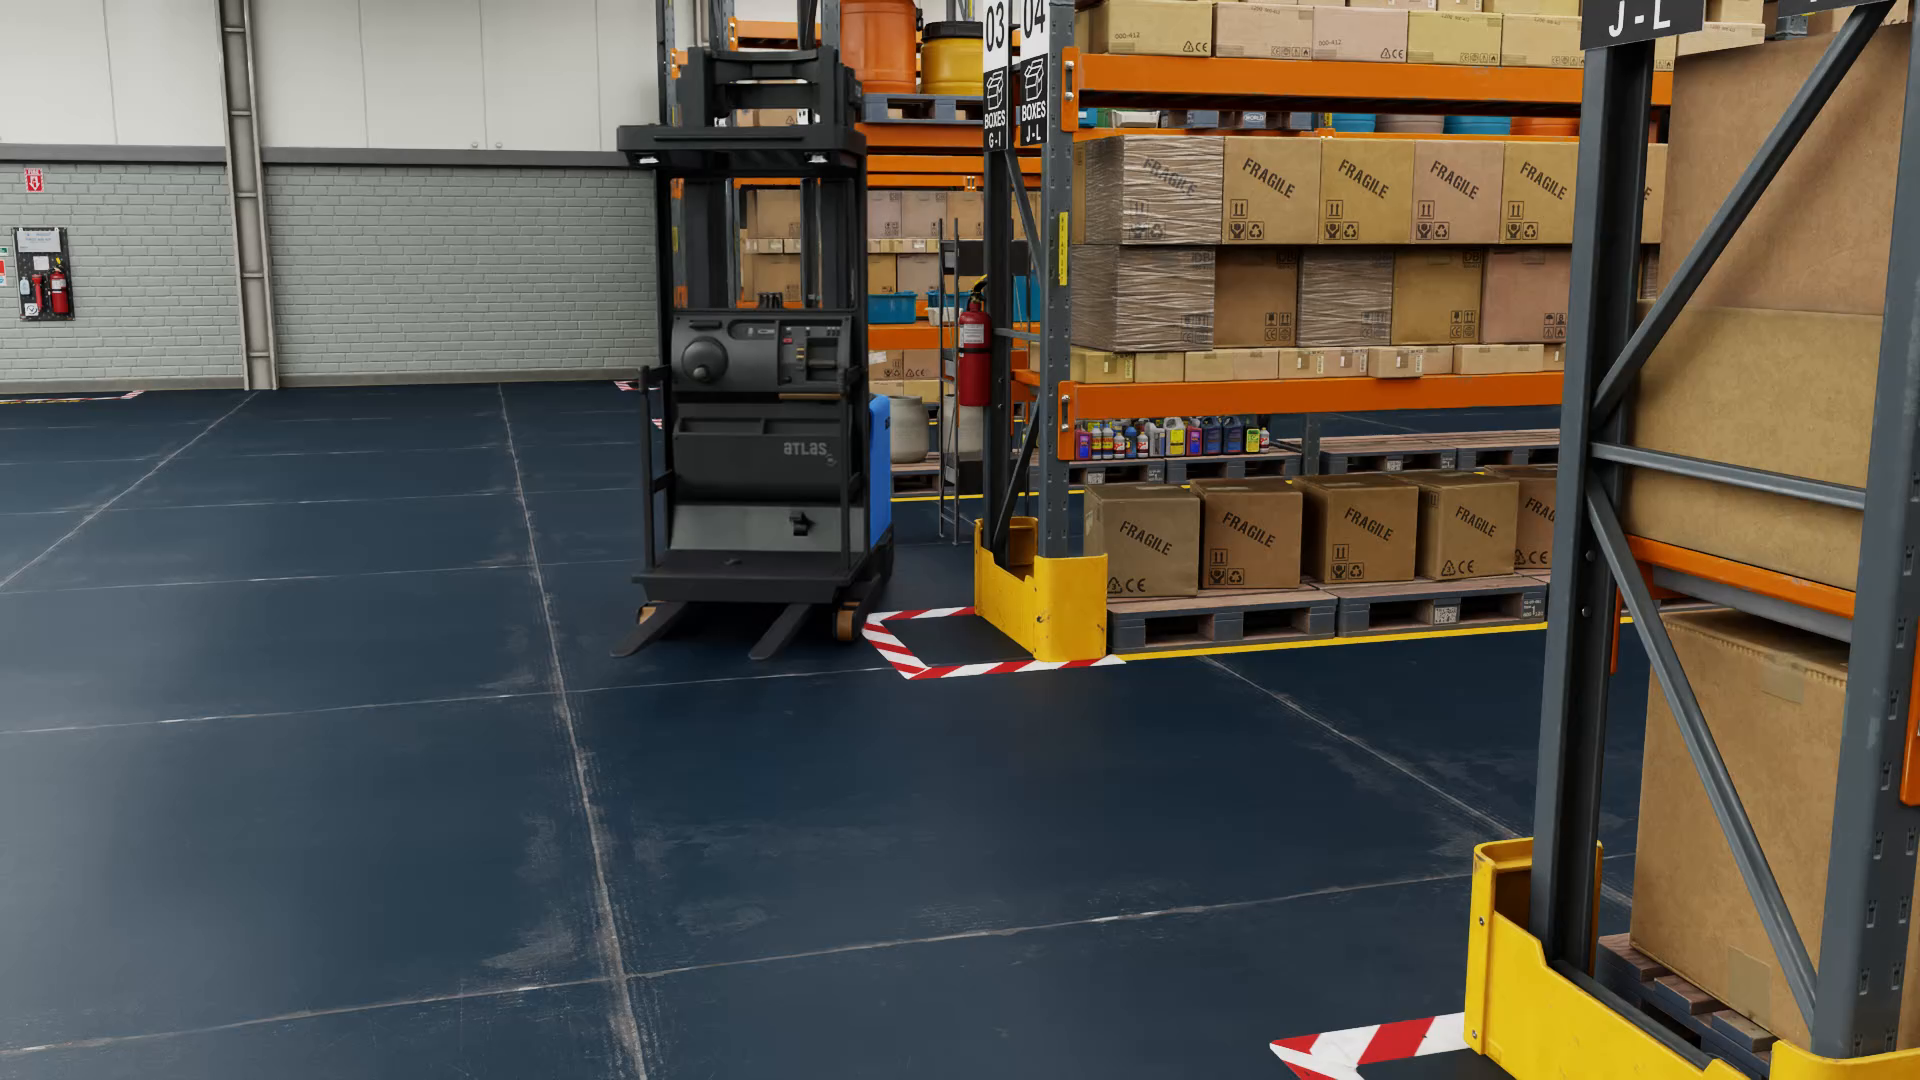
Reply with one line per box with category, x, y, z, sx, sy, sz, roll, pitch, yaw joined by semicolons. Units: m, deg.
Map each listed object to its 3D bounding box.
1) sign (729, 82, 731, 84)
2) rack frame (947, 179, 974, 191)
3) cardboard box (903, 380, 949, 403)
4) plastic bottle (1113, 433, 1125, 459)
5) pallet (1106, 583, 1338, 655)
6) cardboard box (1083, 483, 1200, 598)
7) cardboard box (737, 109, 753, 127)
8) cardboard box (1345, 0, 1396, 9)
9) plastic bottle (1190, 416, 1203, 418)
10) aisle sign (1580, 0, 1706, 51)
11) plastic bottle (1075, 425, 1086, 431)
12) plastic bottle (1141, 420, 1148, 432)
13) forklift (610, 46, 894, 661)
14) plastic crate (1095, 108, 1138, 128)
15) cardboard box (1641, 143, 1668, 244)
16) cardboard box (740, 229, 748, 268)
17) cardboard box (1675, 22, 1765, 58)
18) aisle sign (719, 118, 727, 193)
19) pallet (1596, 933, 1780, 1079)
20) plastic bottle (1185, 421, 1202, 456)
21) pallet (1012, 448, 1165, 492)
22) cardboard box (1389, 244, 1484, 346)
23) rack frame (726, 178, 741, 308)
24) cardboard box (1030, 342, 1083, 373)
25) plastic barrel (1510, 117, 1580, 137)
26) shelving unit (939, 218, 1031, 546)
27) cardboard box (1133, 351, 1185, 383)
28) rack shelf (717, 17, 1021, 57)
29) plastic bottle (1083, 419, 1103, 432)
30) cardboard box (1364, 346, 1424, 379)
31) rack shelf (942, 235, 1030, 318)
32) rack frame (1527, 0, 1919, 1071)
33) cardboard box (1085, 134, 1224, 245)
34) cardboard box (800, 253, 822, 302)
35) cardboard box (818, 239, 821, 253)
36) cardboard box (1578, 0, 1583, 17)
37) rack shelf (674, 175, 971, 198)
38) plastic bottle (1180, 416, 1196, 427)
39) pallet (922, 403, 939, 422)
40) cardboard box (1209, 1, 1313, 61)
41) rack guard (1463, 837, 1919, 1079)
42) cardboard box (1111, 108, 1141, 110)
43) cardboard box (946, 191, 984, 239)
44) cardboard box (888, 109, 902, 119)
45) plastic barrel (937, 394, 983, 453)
sign;-2.298;-4.567;16.650;0.005;0.325;0.100;-3;11;-16
rack frame;0.005;-3.783;23.310;0.127;3.000;1.000;-3;11;-16
cardboard box;-0.430;-1.638;18.093;0.500;0.250;0.500;-3;11;-16
plastic bottle;1.281;-0.763;13.422;0.097;0.201;0.097;0;10;0
pallet;1.181;0.335;8.642;1.213;0.211;1.003;-3;11;-16
cardboard box;0.922;-0.003;8.523;0.500;0.500;0.500;-1;10;-5
cardboard box;-2.902;-5.600;21.804;0.500;0.500;0.500;-3;11;-17
cardboard box;1.905;-2.628;8.067;0.250;0.149;0.380;-4;11;-19
plastic bottle;2.043;-0.976;14.373;0.135;0.276;0.152;-3;11;-14
aisle sign;1.455;-1.457;3.496;0.004;0.787;0.394;-3;11;-16
plastic bottle;1.010;-0.862;13.957;0.097;0.201;0.097;0;10;0
plastic bottle;1.554;-0.843;13.630;0.133;0.283;0.061;-3;11;-16
forklift;-1.037;-0.994;8.352;1.130;2.935;3.031;1;10;5
plastic crate;1.183;-3.399;13.526;0.450;0.188;0.336;-3;11;-16
cardboard box;3.323;-1.791;8.629;0.500;0.500;0.500;-3;11;-16
cardboard box;-2.816;-3.881;22.128;0.500;0.500;0.500;-3;11;-16
cardboard box;3.793;-2.533;8.648;0.500;0.250;0.500;-3;11;-14
aisle sign;-2.425;-3.941;16.991;0.004;0.787;0.394;-3;11;-16
pallet;2.353;1.188;4.013;1.213;0.211;1.003;-3;11;-16
plastic bottle;1.907;-0.833;13.575;0.133;0.283;0.061;-2;11;-12
pallet;0.944;-0.600;13.723;1.213;0.211;1.003;-3;11;-16
cardboard box;2.275;-1.303;8.742;0.500;0.500;0.875;-3;11;-16
rack frame;-2.448;-2.719;17.534;0.127;3.000;1.000;-3;11;-16
cardboard box;0.534;-0.924;8.474;0.250;0.149;0.380;-3;11;-16
plastic barrel;5.137;-3.913;14.543;0.708;0.830;0.600;-3;11;-16
shelving unit;0.159;-1.041;10.902;0.503;2.100;0.431;-3;11;-16
cardboard box;0.903;-0.856;8.105;0.250;0.149;0.380;-3;11;-16
rack shelf;-0.527;-5.221;17.642;4.000;0.370;1.077;-3;11;-16
plastic bottle;1.115;-0.965;14.105;0.185;0.351;0.144;-3;11;-14
cardboard box;2.125;-0.906;8.375;0.250;0.149;0.380;-3;11;-16
rack shelf;0.159;-1.716;10.778;0.480;0.518;0.431;-3;11;-16
rack frame;1.607;-0.130;3.467;0.127;3.000;1.000;-3;11;-16
cardboard box;0.922;-1.665;7.946;0.500;0.500;0.500;-3;11;-16
cardboard box;-1.493;-2.817;17.790;0.500;0.500;0.700;-3;11;-14
cardboard box;-1.518;-3.096;17.513;0.250;0.149;0.380;-3;11;-16
cardboard box;3.170;-2.687;8.384;0.250;0.149;0.380;-3;11;-18
rack shelf;-1.916;-4.803;22.554;4.000;0.370;1.077;-3;11;-16
plastic bottle;1.923;-0.980;14.189;0.185;0.351;0.144;-3;11;-16
pallet;-0.556;-1.455;18.368;1.213;0.211;1.003;-3;11;-16
cardboard box;1.346;-2.405;7.956;0.500;0.250;0.500;-3;11;-17
rack guard;1.584;1.101;3.687;0.348;0.500;1.175;-3;11;-16
cardboard box;1.996;-4.923;18.402;0.500;0.500;0.500;-3;11;-15
cardboard box;0.003;-3.535;18.102;0.500;0.500;0.700;-3;11;-16
cardboard box;-0.777;-4.556;17.401;0.500;0.500;0.500;-3;11;-16
plastic barrel;0.025;-0.913;13.434;0.421;0.512;0.421;0;10;0
